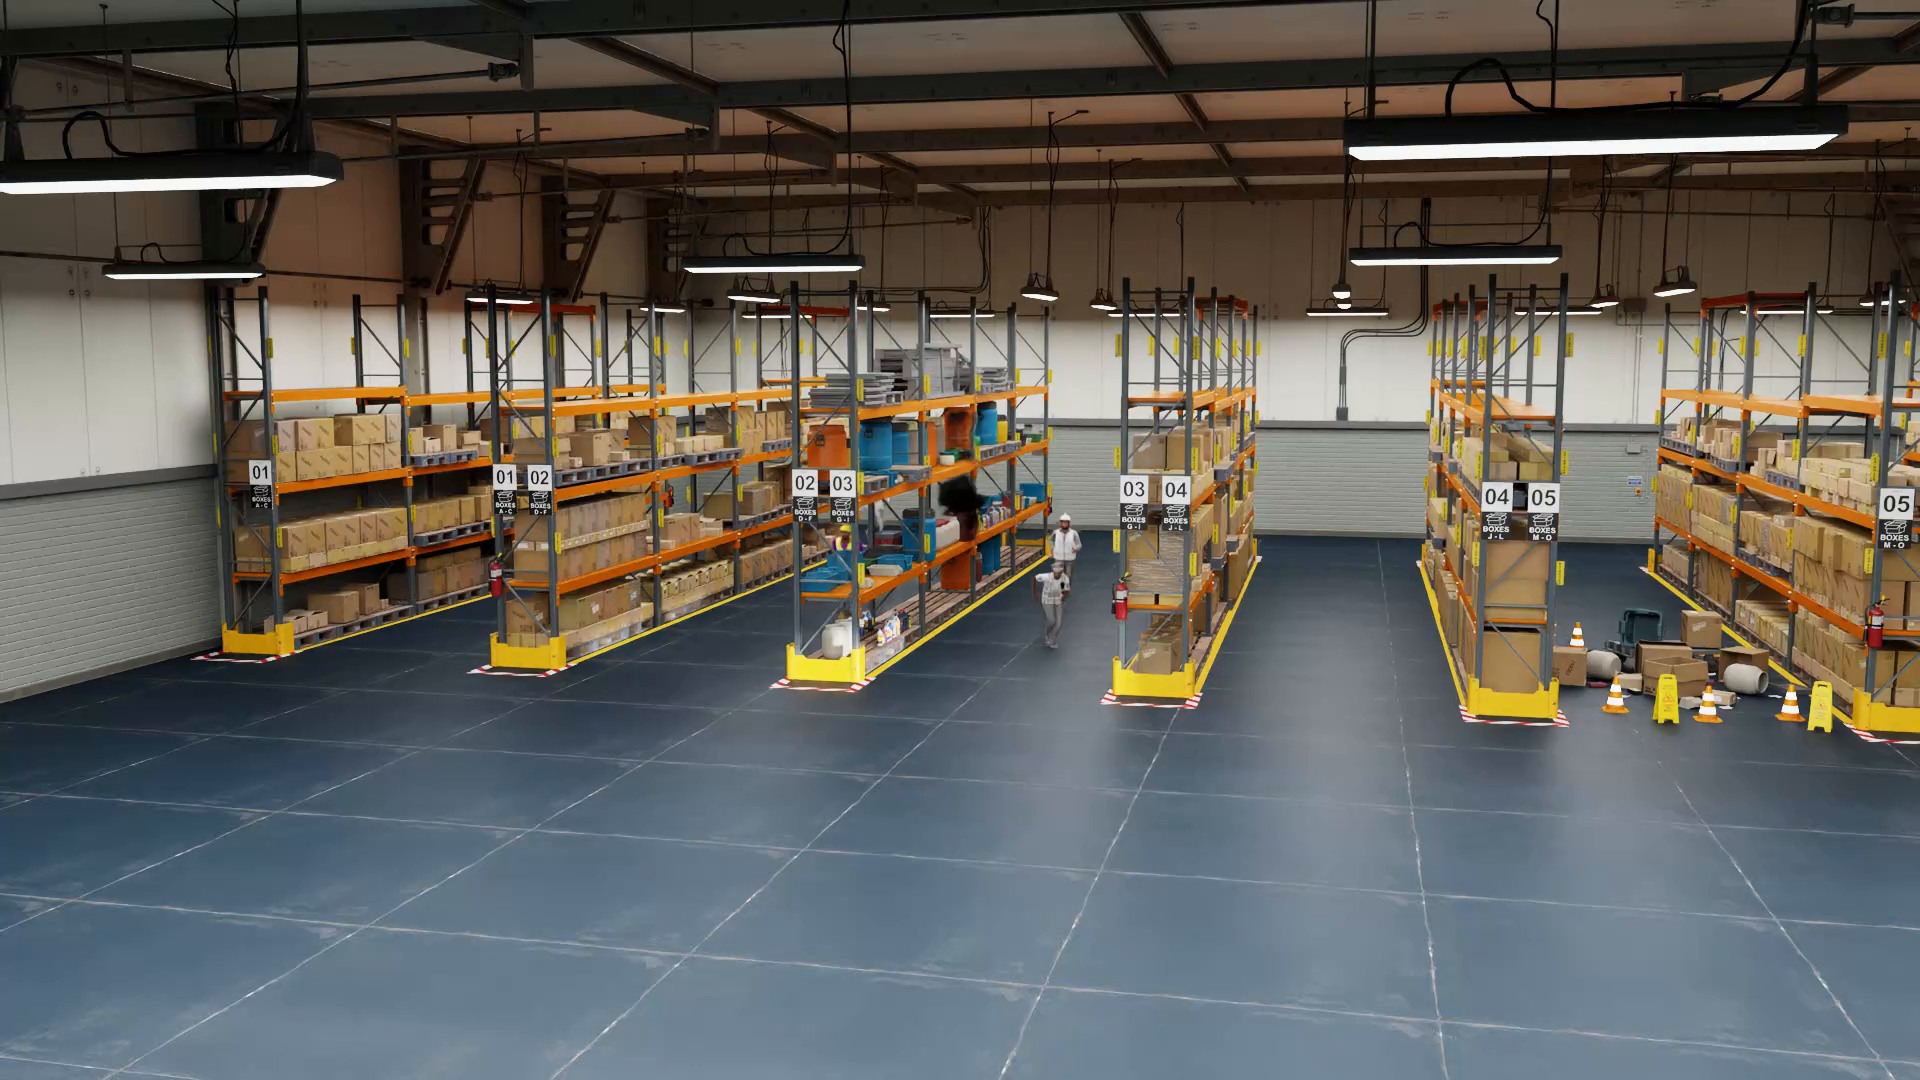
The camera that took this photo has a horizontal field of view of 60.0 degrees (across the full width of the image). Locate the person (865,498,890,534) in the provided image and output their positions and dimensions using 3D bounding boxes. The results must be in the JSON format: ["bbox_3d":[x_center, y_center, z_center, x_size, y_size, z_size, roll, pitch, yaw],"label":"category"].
[{"bbox_3d":[-2.111,-0.738,42.824,0.577,1.735,1.048,-6,9,-42],"label":"person"}]

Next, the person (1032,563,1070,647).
[{"bbox_3d":[1.517,1.089,27.656,0.603,1.483,0.836,-1,7,-9],"label":"person"}]

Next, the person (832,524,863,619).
[{"bbox_3d":[-2.107,0.597,31.005,0.626,1.813,0.865,1,7,6],"label":"person"}]

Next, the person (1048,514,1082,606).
[{"bbox_3d":[2.056,0.380,32.673,0.662,1.777,0.931,1,7,5],"label":"person"}]

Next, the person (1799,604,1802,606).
[{"bbox_3d":[16.255,0.531,31.728,0.575,1.693,0.959,1,7,9],"label":"person"}]
